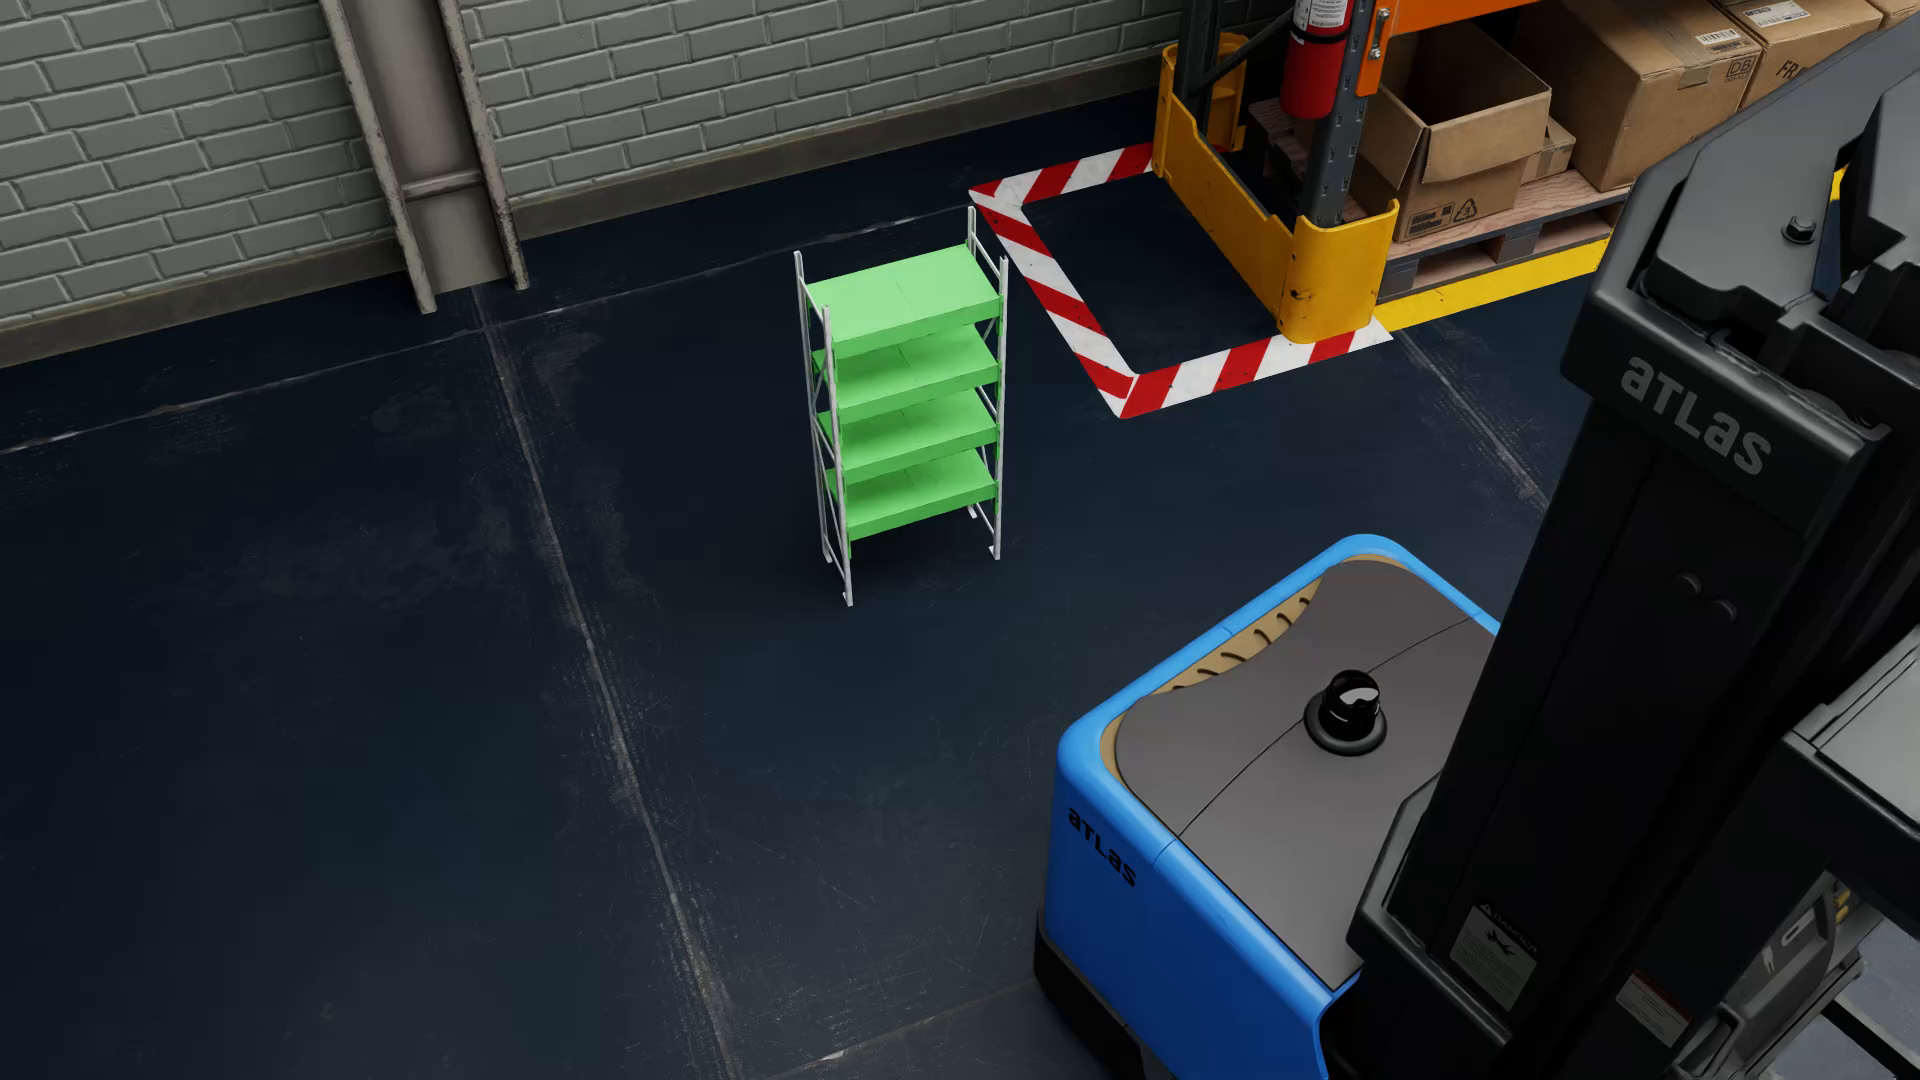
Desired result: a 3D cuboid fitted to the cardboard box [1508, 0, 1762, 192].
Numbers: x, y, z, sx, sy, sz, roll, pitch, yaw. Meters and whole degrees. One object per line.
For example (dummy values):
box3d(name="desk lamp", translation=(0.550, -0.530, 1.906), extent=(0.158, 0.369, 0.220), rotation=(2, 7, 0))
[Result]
box3d(name="cardboard box", translation=(2.445, -1.737, 6.135), extent=(0.500, 0.500, 0.700), rotation=(-15, 51, -13))

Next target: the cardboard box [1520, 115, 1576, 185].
box3d(name="cardboard box", translation=(2.047, -1.499, 6.162), extent=(0.250, 0.149, 0.380), rotation=(-19, 52, -16))

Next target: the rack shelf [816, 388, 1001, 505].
box3d(name="rack shelf", translation=(-0.153, -0.302, 4.802), extent=(0.480, 0.148, 0.258), rotation=(-17, 52, -14))

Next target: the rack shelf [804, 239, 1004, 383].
box3d(name="rack shelf", translation=(-0.153, -0.614, 4.438), extent=(0.480, 0.148, 0.258), rotation=(-17, 52, -14))

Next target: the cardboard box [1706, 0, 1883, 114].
box3d(name="cardboard box", translation=(2.973, -1.818, 6.205), extent=(0.500, 0.500, 0.500), rotation=(-16, 51, -14))

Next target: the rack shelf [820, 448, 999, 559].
box3d(name="rack shelf", translation=(-0.153, -0.145, 4.985), extent=(0.480, 0.148, 0.258), rotation=(-17, 52, -14))

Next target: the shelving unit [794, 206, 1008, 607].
box3d(name="shelving unit", translation=(-0.153, -0.343, 4.754), extent=(0.503, 1.200, 0.258), rotation=(-17, 52, -14))

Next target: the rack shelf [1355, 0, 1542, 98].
box3d(name="rack shelf", translation=(2.889, -2.427, 5.831), extent=(4.000, 0.370, 1.077), rotation=(-17, 52, -14))

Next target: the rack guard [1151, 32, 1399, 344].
box3d(name="rack guard", translation=(1.108, -1.295, 6.032), extent=(0.348, 0.500, 1.175), rotation=(-17, 52, -14))

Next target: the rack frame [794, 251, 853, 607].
box3d(name="rack frame", translation=(-0.379, -0.273, 4.694), extent=(0.015, 1.200, 0.240), rotation=(-17, 52, -14))

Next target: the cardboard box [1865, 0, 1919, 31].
box3d(name="cardboard box", translation=(3.406, -2.034, 6.391), extent=(0.500, 0.500, 0.700), rotation=(-19, 52, -16))

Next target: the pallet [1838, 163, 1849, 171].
box3d(name="pallet", translation=(2.973, -1.777, 6.637), extent=(1.213, 0.211, 1.003), rotation=(-17, 52, -14))

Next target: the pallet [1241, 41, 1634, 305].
box3d(name="pallet", translation=(1.845, -1.430, 6.339), extent=(1.213, 0.211, 1.003), rotation=(-17, 52, -14))

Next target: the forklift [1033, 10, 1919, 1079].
box3d(name="forklift", translation=(1.497, 0.808, 2.624), extent=(1.130, 2.935, 3.031), rotation=(-31, 56, -24))

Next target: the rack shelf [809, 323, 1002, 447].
box3d(name="rack shelf", translation=(-0.153, -0.458, 4.620), extent=(0.480, 0.148, 0.258), rotation=(-17, 52, -14))

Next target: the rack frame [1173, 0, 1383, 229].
box3d(name="rack frame", translation=(1.037, -2.087, 5.065), extent=(0.127, 3.000, 1.000), rotation=(-17, 52, -14))

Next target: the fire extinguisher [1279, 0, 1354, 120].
box3d(name="fire extinguisher", translation=(1.076, -1.574, 4.921), extent=(0.183, 0.674, 0.296), rotation=(-17, 52, -14))

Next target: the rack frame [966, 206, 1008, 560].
box3d(name="rack frame", translation=(0.073, -0.413, 4.814), extent=(0.015, 1.200, 0.240), rotation=(-17, 52, -14))

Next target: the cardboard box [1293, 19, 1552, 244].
box3d(name="cardboard box", translation=(1.639, -1.520, 5.947), extent=(0.637, 0.503, 0.797), rotation=(-19, 52, -16))
